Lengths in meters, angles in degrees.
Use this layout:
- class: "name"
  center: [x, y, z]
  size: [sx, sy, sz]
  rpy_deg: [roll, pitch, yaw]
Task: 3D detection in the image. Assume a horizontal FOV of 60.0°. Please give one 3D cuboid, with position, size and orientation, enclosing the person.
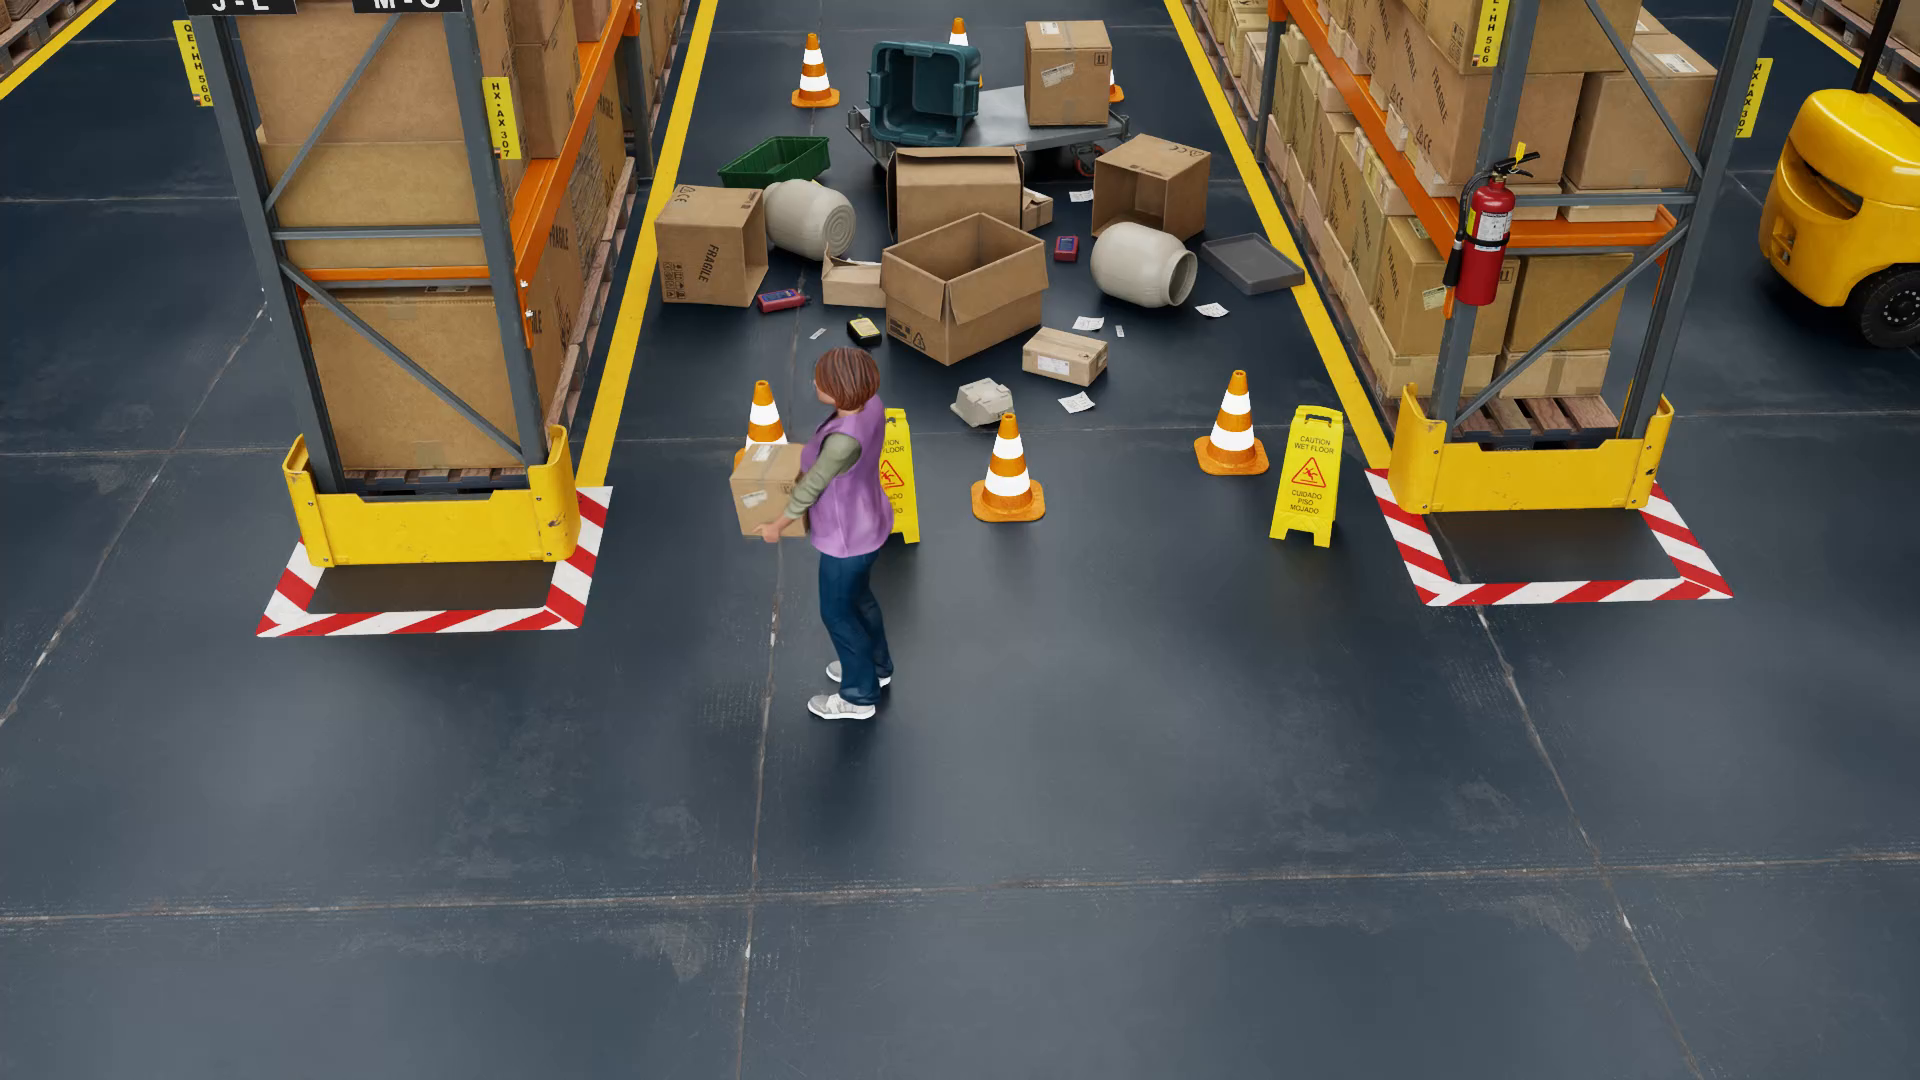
- class: "person"
  center: [-0.495, -0.027, 6.196]
  size: [0.495, 1.599, 0.380]
  rpy_deg: [8, 37, 11]
